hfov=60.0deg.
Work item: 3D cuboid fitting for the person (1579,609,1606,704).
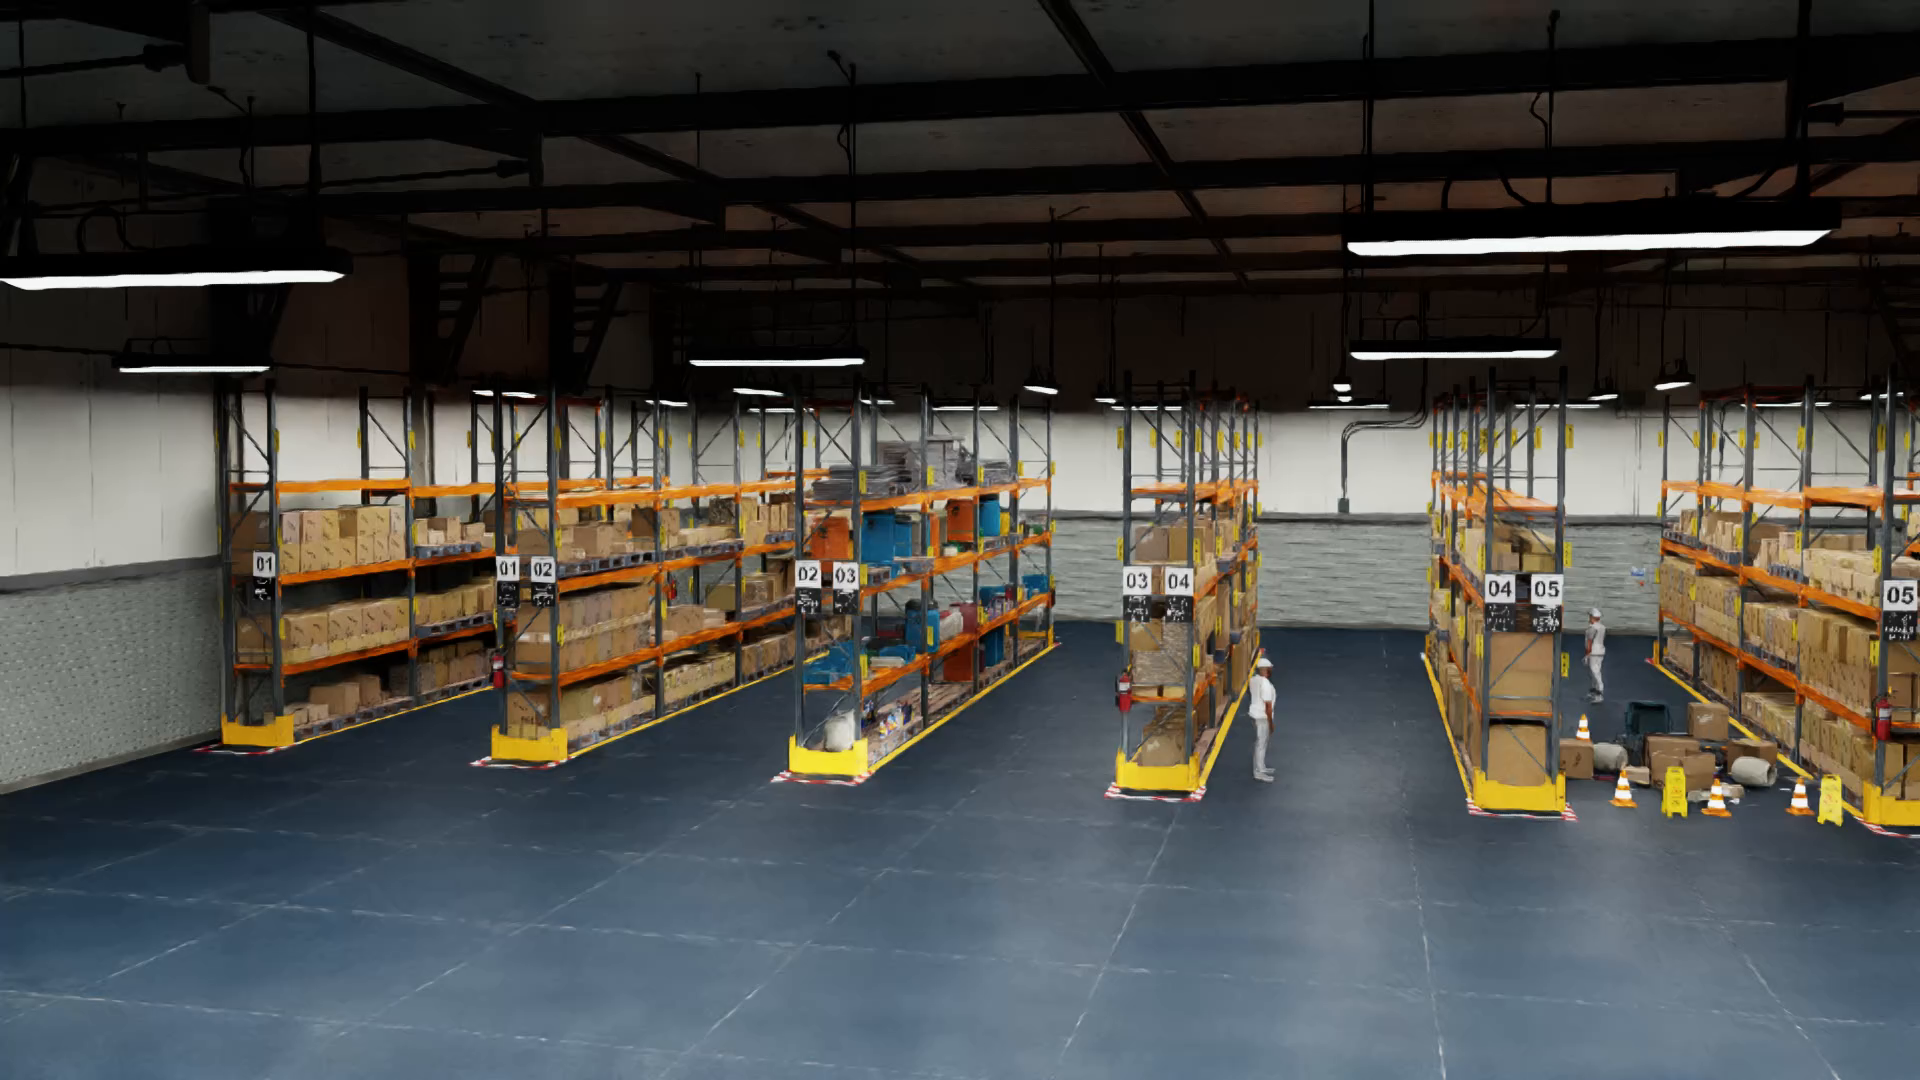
[{"bbox_3d":[12.056,2.194,31.677,0.547,1.781,0.646,3,5,42],"label":"person"}]

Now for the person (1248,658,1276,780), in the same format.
[{"bbox_3d":[4.517,2.623,24.592,0.464,1.772,0.645,-1,4,-12],"label":"person"}]

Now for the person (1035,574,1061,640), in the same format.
[{"bbox_3d":[2.155,1.662,41.588,0.583,1.666,0.573,-3,4,-38],"label":"person"}]
